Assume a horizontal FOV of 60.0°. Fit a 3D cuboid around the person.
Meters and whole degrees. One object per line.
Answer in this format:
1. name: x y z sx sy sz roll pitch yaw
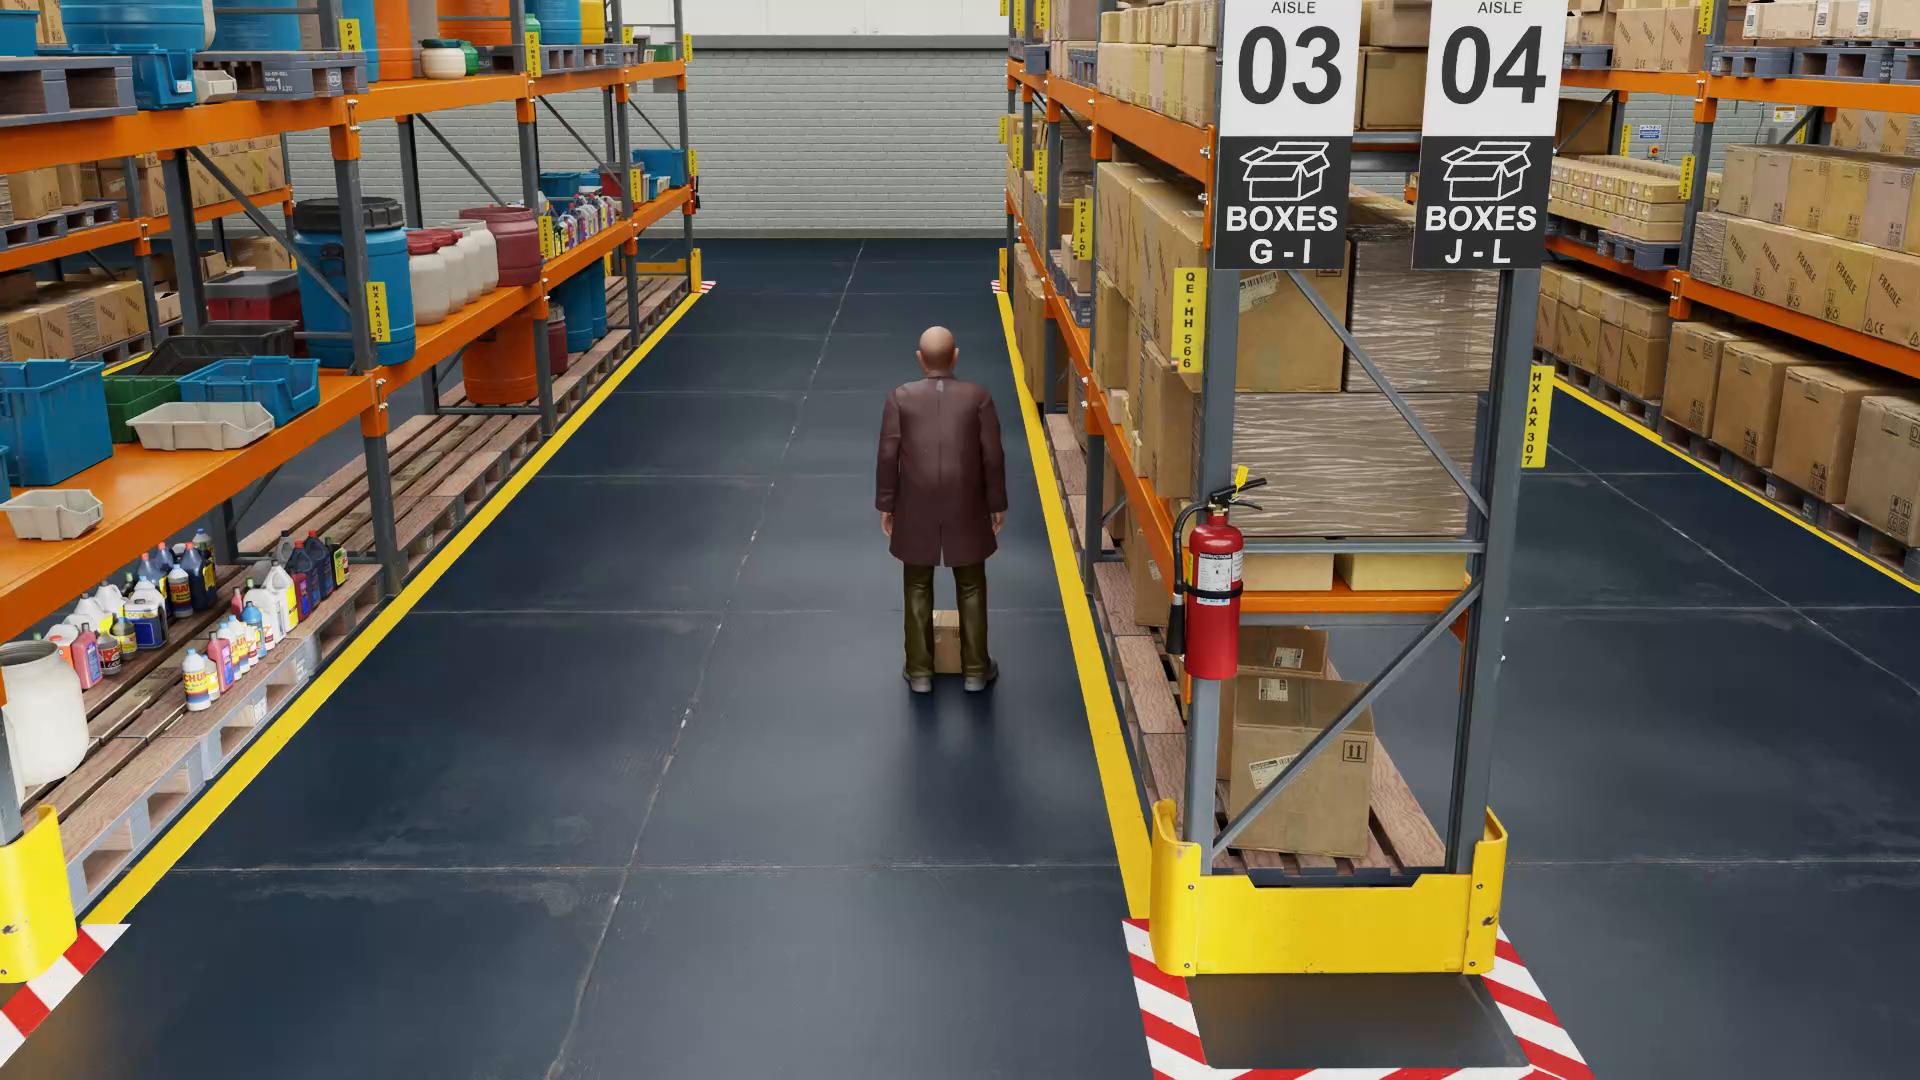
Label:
1. person: -0.089 -0.141 8.034 0.644 1.774 0.425 0 17 1
